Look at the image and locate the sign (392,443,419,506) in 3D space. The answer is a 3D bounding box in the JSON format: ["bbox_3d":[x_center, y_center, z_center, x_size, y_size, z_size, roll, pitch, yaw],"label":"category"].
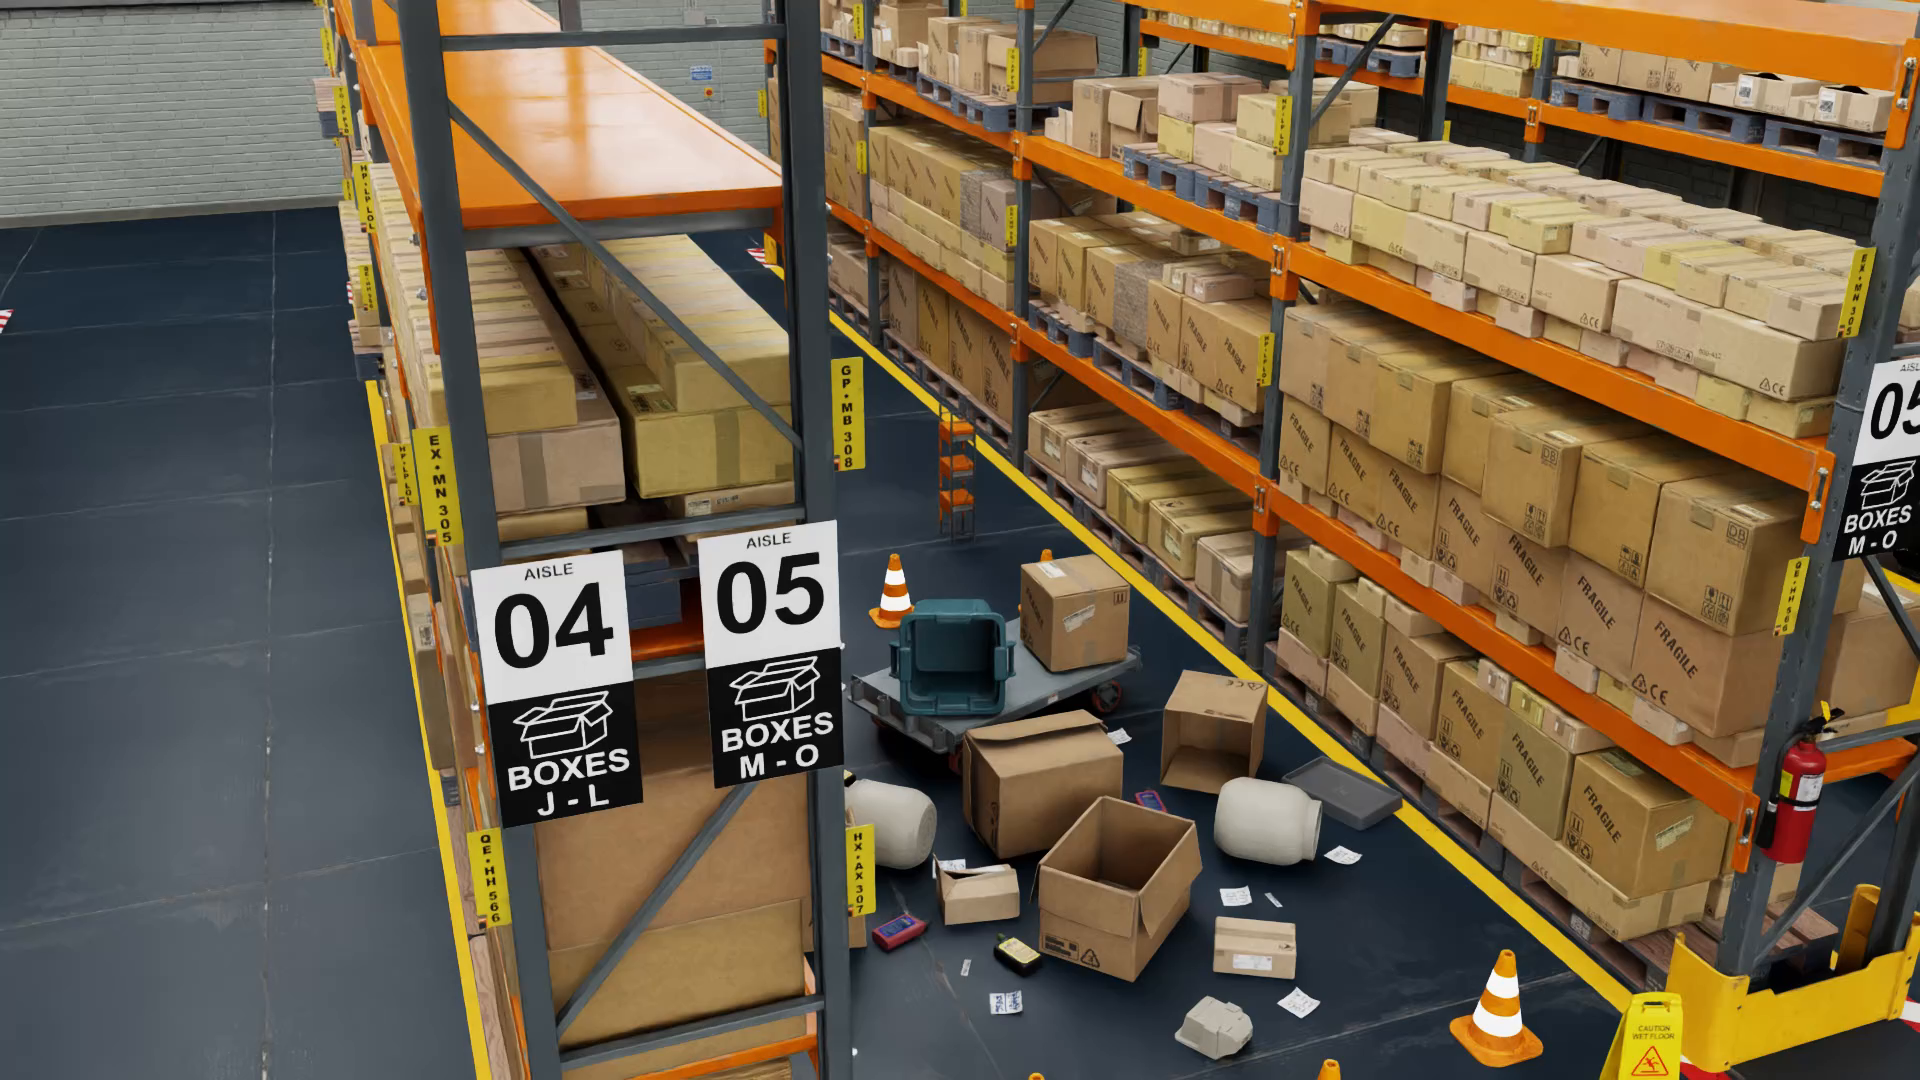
[{"bbox_3d":[-2.754,-0.325,8.271,0.100,0.325,0.005,-8,24,-19],"label":"sign"}]

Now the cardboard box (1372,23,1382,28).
[{"bbox_3d":[4.377,-5.227,16.698,0.380,0.149,0.250,-8,24,-19],"label":"cardboard box"}]

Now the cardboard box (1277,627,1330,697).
[{"bbox_3d":[2.302,0.703,10.220,0.500,0.250,0.500,-10,25,-21],"label":"cardboard box"}]

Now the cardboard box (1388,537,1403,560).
[{"bbox_3d":[2.595,0.016,9.172,0.380,0.149,0.250,-8,24,-19],"label":"cardboard box"}]

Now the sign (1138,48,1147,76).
[{"bbox_3d":[1.441,-3.770,13.304,0.100,0.325,0.005,-8,24,-19],"label":"sign"}]

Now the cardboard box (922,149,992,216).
[{"bbox_3d":[-0.025,-3.286,15.267,0.500,0.500,0.500,-9,24,-20],"label":"cardboard box"}]

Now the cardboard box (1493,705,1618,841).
[{"bbox_3d":[3.044,1.115,8.277,0.500,0.500,0.500,-7,24,-17],"label":"cardboard box"}]

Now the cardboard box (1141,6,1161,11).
[{"bbox_3d":[2.650,-6.916,21.245,0.500,0.250,0.500,-9,24,-20],"label":"cardboard box"}]

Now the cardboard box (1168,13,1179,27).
[{"bbox_3d":[2.827,-6.491,20.751,0.380,0.149,0.250,-8,24,-18],"label":"cardboard box"}]

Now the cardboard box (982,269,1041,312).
[{"bbox_3d":[0.511,-2.154,14.192,0.500,0.250,0.500,-9,25,-21],"label":"cardboard box"}]

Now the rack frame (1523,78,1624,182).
[{"bbox_3d":[5.575,-2.758,15.431,1.000,3.000,0.127,-8,24,-19],"label":"rack frame"}]

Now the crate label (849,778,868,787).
[{"bbox_3d":[-0.514,1.436,9.166,0.250,0.136,0.298,12,26,27],"label":"crate label"}]

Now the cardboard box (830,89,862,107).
[{"bbox_3d":[-1.186,-4.781,17.980,0.380,0.149,0.250,-9,24,-19],"label":"cardboard box"}]

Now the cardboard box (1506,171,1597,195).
[{"bbox_3d":[3.044,-1.794,8.580,0.380,0.149,0.250,-9,24,-20],"label":"cardboard box"}]

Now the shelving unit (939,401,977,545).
[{"bbox_3d":[-0.019,-0.503,12.592,0.215,1.050,0.252,-8,24,-19],"label":"shelving unit"}]

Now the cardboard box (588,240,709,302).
[{"bbox_3d":[-1.105,-0.953,5.915,0.380,0.149,0.250,-9,24,-20],"label":"cardboard box"}]

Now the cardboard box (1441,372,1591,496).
[{"bbox_3d":[2.880,-0.525,8.333,0.700,0.500,0.500,-9,24,-19],"label":"cardboard box"}]

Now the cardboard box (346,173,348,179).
[{"bbox_3d":[-5.693,-3.322,16.258,0.500,0.500,0.500,-9,24,-20],"label":"cardboard box"}]

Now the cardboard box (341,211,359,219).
[{"bbox_3d":[-5.174,-2.765,14.464,0.380,0.149,0.250,-8,24,-19],"label":"cardboard box"}]

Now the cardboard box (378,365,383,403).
[{"bbox_3d":[-5.063,-1.550,15.242,0.500,0.500,0.500,-7,24,-17],"label":"cardboard box"}]

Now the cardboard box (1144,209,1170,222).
[{"bbox_3d":[2.876,-4.472,22.173,0.797,0.503,0.637,-9,25,-21],"label":"cardboard box"}]

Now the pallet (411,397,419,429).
[{"bbox_3d":[-1.543,-0.506,6.341,1.003,0.211,1.213,-8,24,-19],"label":"pallet"}]

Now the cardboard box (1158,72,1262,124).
[{"bbox_3d":[1.641,-2.920,10.962,0.500,0.250,0.500,-8,24,-18],"label":"cardboard box"}]

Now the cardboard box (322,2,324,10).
[{"bbox_3d":[-6.486,-5.641,17.445,0.380,0.149,0.250,-8,24,-19],"label":"cardboard box"}]

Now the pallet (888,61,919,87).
[{"bbox_3d":[-0.110,-4.496,15.940,0.805,0.209,1.217,-9,25,-21],"label":"pallet"}]

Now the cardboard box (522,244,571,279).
[{"bbox_3d":[-1.482,-1.086,6.744,0.500,0.250,0.500,-9,24,-19],"label":"cardboard box"}]

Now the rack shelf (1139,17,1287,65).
[{"bbox_3d":[3.455,-5.989,20.161,1.077,0.370,4.000,-8,24,-19],"label":"rack shelf"}]

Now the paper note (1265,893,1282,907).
[{"bbox_3d":[1.587,1.822,8.415,0.032,0.001,0.123,-8,24,-19],"label":"paper note"}]

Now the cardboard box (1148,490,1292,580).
[{"bbox_3d":[1.901,-0.056,11.862,0.950,0.372,0.625,-7,24,-16],"label":"cardboard box"}]

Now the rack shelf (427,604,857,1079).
[{"bbox_3d":[-1.543,1.152,7.081,1.077,0.370,4.000,-8,24,-19],"label":"rack shelf"}]

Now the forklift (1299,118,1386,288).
[{"bbox_3d":[3.435,-2.139,14.052,3.031,2.935,1.130,-13,26,-28],"label":"forklift"}]

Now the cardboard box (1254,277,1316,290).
[{"bbox_3d":[2.109,-1.572,11.565,0.500,0.500,0.500,-8,24,-19],"label":"cardboard box"}]

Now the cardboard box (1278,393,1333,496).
[{"bbox_3d":[2.240,-0.607,9.816,0.500,0.500,0.500,-8,24,-19],"label":"cardboard box"}]

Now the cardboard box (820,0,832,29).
[{"bbox_3d":[-1.322,-5.897,18.219,0.500,0.500,0.500,-8,24,-18],"label":"cardboard box"}]

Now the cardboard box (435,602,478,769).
[{"bbox_3d":[-1.812,0.566,7.351,0.875,0.550,0.550,-8,24,-19],"label":"cardboard box"}]

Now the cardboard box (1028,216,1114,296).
[{"bbox_3d":[0.875,-2.257,13.190,0.500,0.500,0.500,-9,24,-20],"label":"cardboard box"}]

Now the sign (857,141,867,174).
[{"bbox_3d":[-0.999,-3.887,16.895,0.100,0.325,0.005,-8,24,-19],"label":"sign"}]

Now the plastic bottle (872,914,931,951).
[{"bbox_3d":[-0.282,1.907,8.147,0.283,0.061,0.133,-18,29,-37],"label":"plastic bottle"}]

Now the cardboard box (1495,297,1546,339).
[{"bbox_3d":[2.787,-1.078,7.908,0.380,0.149,0.250,-9,24,-20],"label":"cardboard box"}]

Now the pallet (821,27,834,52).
[{"bbox_3d":[-1.187,-5.611,18.454,1.003,0.211,1.213,-8,24,-19],"label":"pallet"}]

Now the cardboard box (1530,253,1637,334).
[{"bbox_3d":[2.962,-1.138,7.537,0.500,0.250,0.500,-8,24,-18],"label":"cardboard box"}]

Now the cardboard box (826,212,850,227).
[{"bbox_3d":[-1.567,-3.769,20.588,0.875,0.438,0.875,-9,25,-21],"label":"cardboard box"}]

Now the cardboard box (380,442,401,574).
[{"bbox_3d":[-3.532,-0.283,11.915,1.050,0.750,0.750,-9,24,-20],"label":"cardboard box"}]

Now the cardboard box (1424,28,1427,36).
[{"bbox_3d":[4.718,-4.947,16.061,0.380,0.149,0.250,-8,24,-19],"label":"cardboard box"}]

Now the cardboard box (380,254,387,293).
[{"bbox_3d":[-2.439,-1.233,7.606,0.380,0.149,0.250,-9,24,-20],"label":"cardboard box"}]

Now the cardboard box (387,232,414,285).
[{"bbox_3d":[-1.901,-1.048,6.139,0.380,0.149,0.250,-8,24,-19],"label":"cardboard box"}]

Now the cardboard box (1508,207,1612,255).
[{"bbox_3d":[2.790,-1.437,7.733,0.380,0.149,0.250,-8,24,-18],"label":"cardboard box"}]

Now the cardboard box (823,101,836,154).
[{"bbox_3d":[-1.266,-4.538,18.239,0.500,0.500,0.500,-8,24,-18],"label":"cardboard box"}]

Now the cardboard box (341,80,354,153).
[{"bbox_3d":[-4.291,-3.140,12.348,0.500,0.500,0.500,-8,24,-19],"label":"cardboard box"}]

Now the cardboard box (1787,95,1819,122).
[{"bbox_3d":[6.315,-3.168,12.197,0.380,0.149,0.250,-8,24,-19],"label":"cardboard box"}]

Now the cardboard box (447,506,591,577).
[{"bbox_3d":[-1.271,-0.033,4.758,0.380,0.149,0.250,-8,24,-19],"label":"cardboard box"}]

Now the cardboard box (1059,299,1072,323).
[{"bbox_3d":[0.995,-1.796,12.933,0.380,0.149,0.250,-10,25,-22],"label":"cardboard box"}]

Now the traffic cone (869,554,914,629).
[{"bbox_3d":[-0.440,0.320,11.394,0.336,0.463,0.334,-8,24,-19],"label":"traffic cone"}]

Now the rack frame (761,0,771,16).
[{"bbox_3d":[-1.893,-7.747,19.543,1.000,3.000,0.127,-8,24,-19],"label":"rack frame"}]

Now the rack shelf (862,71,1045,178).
[{"bbox_3d":[0.226,-3.853,15.093,1.077,0.370,4.000,-8,24,-19],"label":"rack shelf"}]
